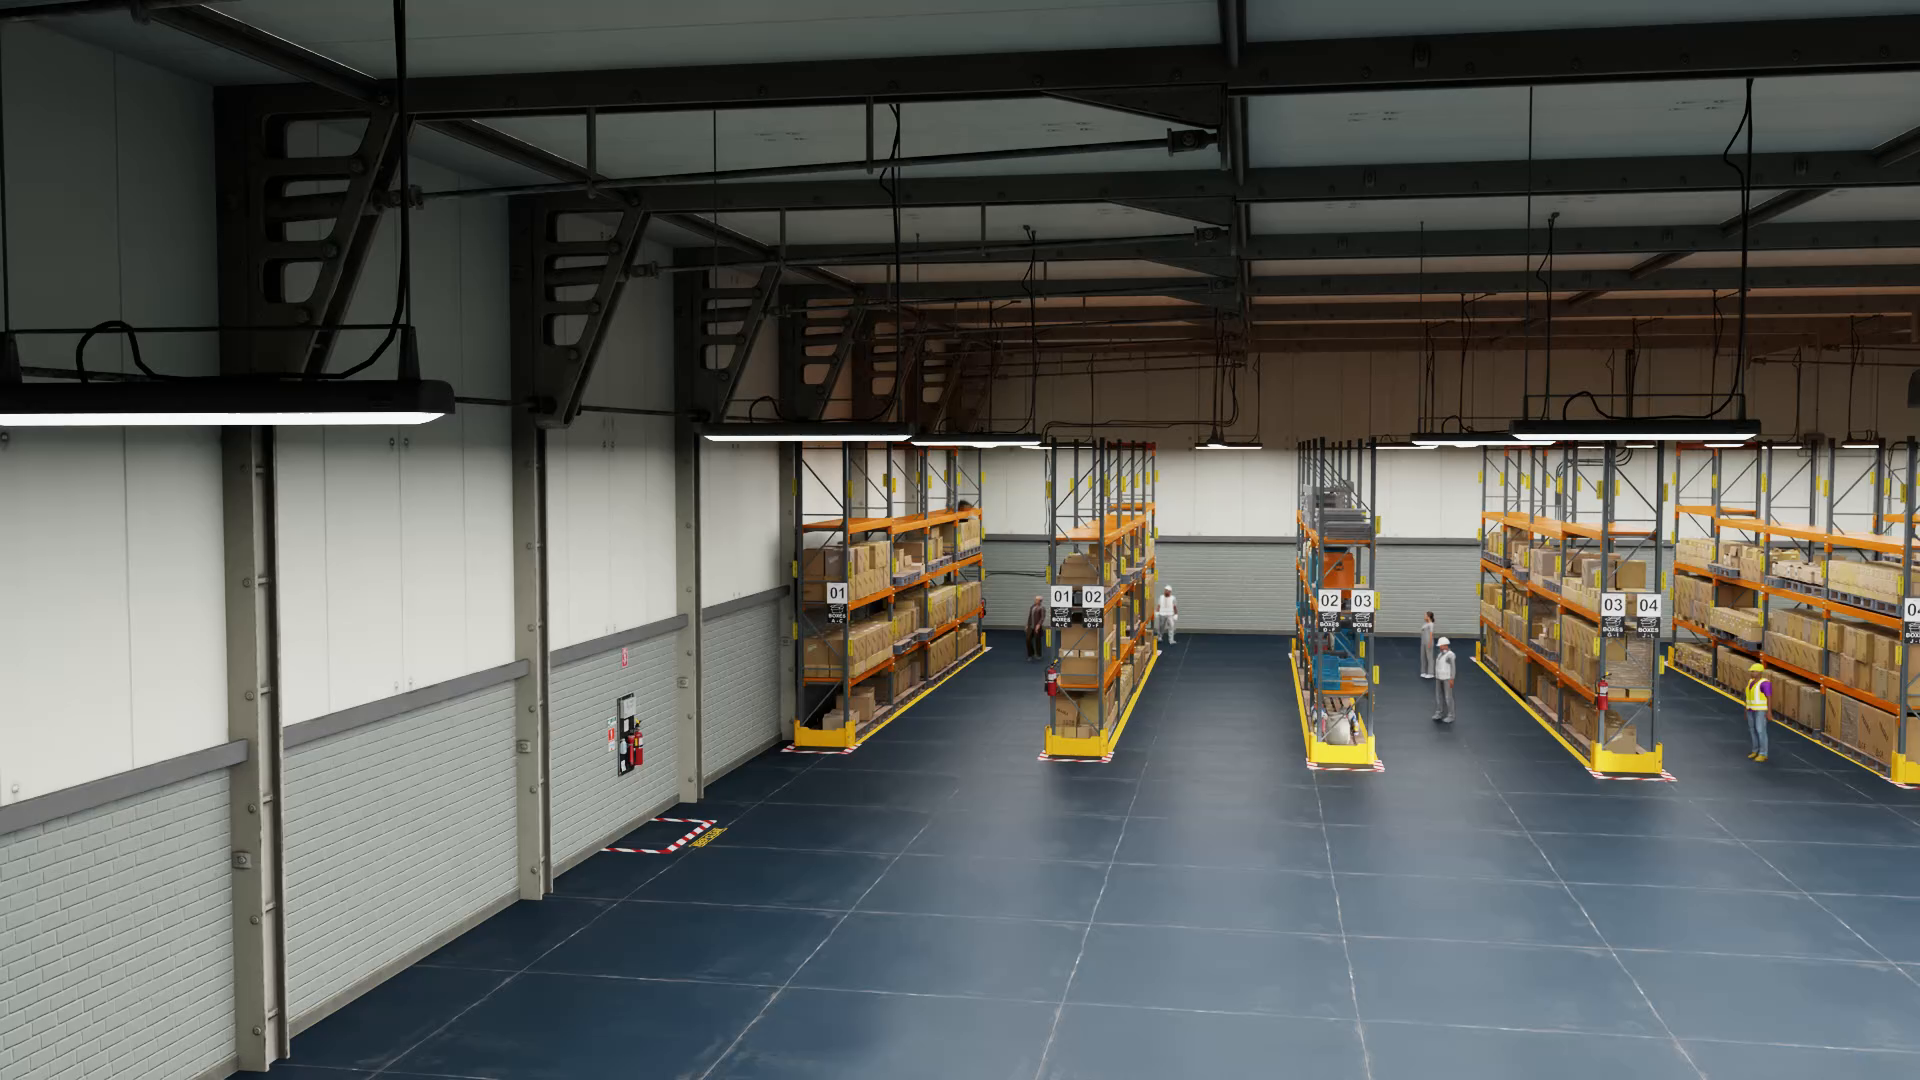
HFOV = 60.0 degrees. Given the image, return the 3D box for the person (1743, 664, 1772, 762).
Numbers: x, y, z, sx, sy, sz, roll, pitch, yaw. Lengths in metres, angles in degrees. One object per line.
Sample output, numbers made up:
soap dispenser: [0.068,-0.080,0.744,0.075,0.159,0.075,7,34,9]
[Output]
person: [14.821,3.194,30.973,0.465,1.771,0.671,-1,3,-13]

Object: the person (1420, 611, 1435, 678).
person: [11.880,2.652,42.280,0.381,1.677,0.448,-2,3,-27]

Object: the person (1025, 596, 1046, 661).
person: [2.029,2.457,45.648,0.666,1.837,0.641,2,4,31]

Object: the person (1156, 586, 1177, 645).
person: [6.148,2.240,49.536,0.676,1.745,1.033,-1,3,-11]

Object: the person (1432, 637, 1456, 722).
person: [10.319,2.959,35.453,0.412,1.774,0.590,-1,3,-18]
